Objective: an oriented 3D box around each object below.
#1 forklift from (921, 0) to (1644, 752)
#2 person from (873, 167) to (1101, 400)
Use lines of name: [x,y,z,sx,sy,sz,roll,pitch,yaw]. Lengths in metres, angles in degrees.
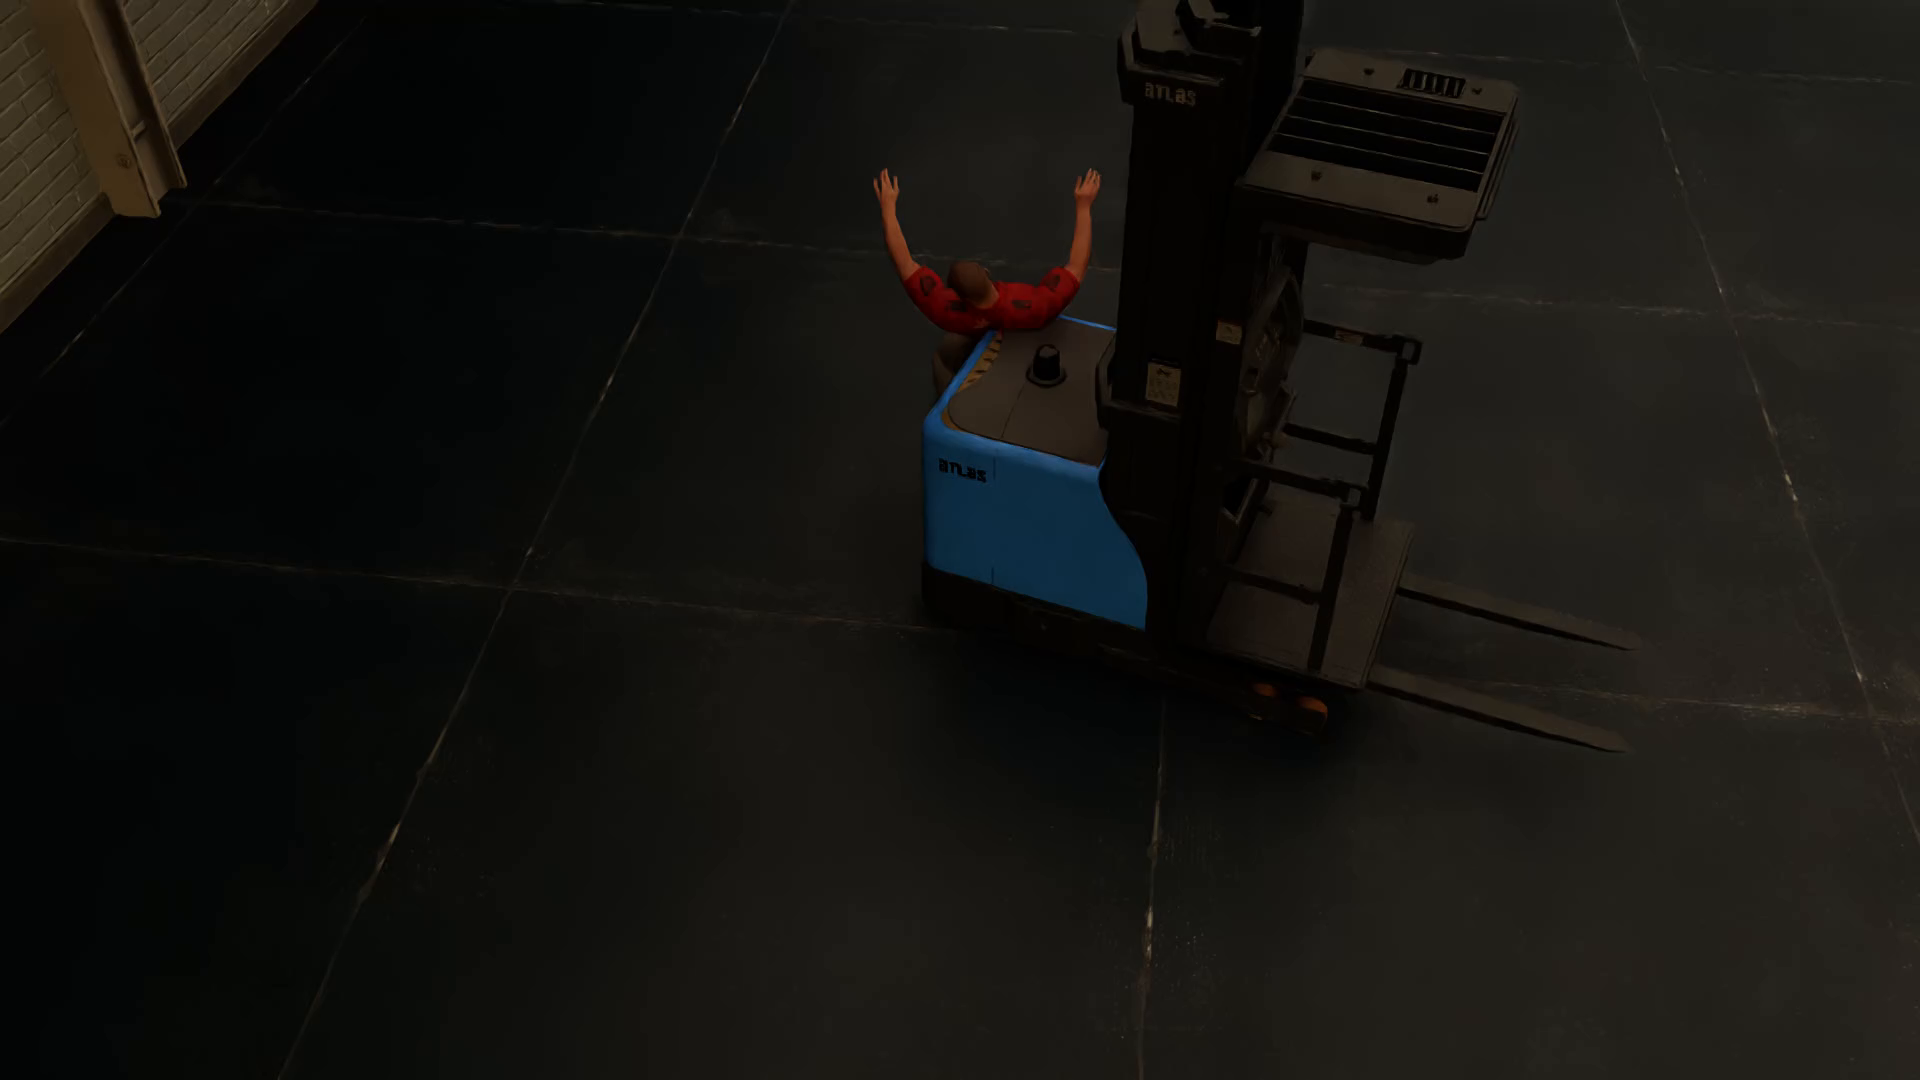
forklift: [1.393,-0.673,6.457,3.031,2.935,1.130,16,45,17]
person: [0.089,-0.924,7.724,0.980,1.642,0.755,9,43,10]
